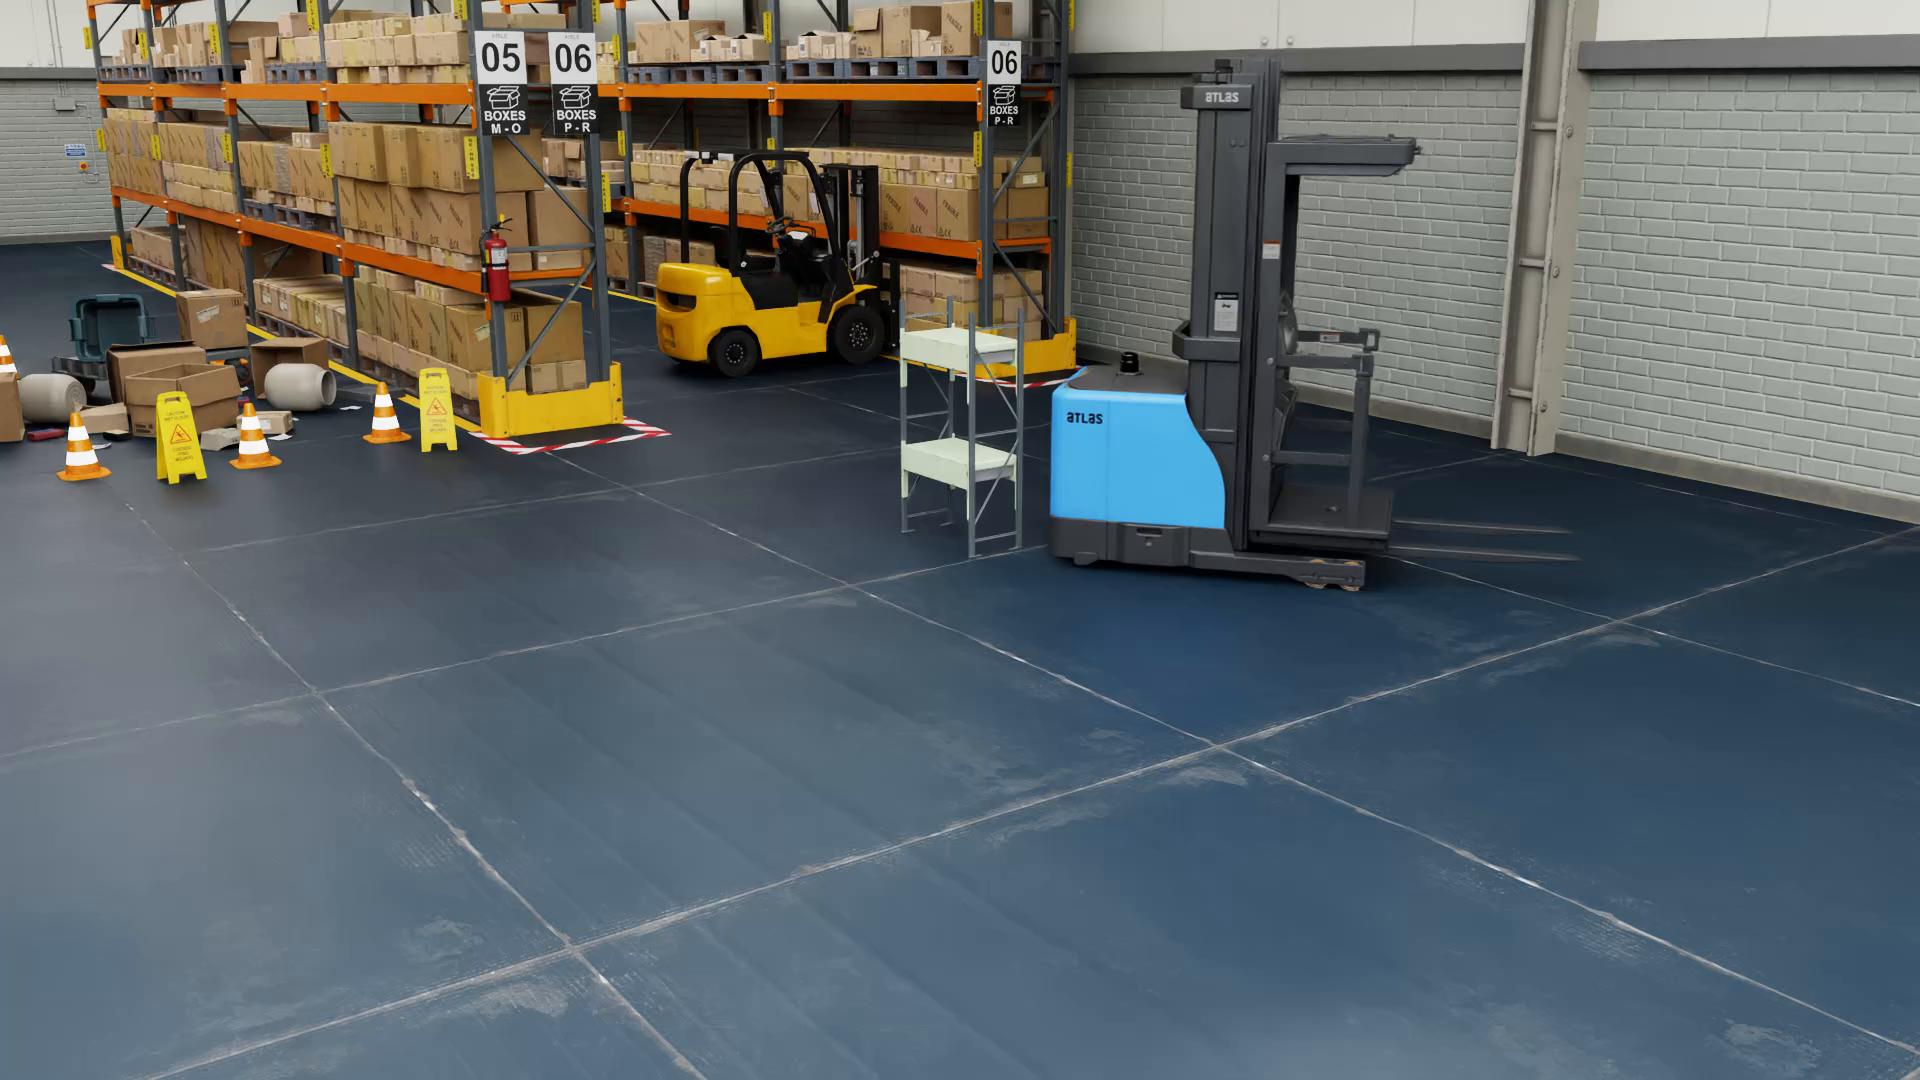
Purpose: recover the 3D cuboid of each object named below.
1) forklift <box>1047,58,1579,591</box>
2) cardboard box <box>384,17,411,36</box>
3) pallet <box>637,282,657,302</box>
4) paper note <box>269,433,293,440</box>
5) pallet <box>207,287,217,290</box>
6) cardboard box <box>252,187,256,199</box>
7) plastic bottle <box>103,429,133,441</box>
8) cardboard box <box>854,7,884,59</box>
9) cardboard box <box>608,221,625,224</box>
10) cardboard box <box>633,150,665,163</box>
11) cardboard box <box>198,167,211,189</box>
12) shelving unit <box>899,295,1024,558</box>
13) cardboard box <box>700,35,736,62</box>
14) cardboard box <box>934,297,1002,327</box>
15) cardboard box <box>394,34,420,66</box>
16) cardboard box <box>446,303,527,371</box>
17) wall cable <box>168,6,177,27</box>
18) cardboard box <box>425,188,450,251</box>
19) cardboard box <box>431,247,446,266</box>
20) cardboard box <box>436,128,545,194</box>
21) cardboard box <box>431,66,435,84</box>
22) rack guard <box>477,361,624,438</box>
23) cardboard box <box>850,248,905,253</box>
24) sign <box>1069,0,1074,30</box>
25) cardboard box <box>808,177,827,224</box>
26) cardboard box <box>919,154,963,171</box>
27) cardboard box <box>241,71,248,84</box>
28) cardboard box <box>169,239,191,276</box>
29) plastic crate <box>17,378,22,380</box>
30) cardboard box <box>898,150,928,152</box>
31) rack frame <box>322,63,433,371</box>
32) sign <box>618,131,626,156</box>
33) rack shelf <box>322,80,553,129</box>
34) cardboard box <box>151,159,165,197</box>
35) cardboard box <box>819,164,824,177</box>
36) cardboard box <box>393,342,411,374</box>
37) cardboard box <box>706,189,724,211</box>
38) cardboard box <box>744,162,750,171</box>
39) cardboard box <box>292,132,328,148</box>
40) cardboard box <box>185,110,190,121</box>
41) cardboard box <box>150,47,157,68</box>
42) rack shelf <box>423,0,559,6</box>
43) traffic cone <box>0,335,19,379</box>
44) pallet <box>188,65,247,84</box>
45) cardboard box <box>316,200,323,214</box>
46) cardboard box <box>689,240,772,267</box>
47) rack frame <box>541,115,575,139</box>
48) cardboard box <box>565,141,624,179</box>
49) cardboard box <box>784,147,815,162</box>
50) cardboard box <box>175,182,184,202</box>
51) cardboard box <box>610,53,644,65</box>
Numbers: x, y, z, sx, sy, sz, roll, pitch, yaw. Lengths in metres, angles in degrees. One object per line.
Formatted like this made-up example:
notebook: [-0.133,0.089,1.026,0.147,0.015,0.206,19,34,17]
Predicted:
forklift: [2.102,-1.278,9.693,3.031,2.935,1.130,4,16,15]
cardboard box: [-4.758,-4.445,14.418,0.380,0.149,0.250,-10,18,-33]
pallet: [-3.630,-3.339,22.375,1.003,0.211,1.213,-11,19,-35]
paper note: [-5.558,-0.847,13.612,0.142,0.019,0.148,10,18,33]
pallet: [-9.211,-3.190,21.830,1.003,0.211,1.213,-11,19,-35]
cardboard box: [-8.055,-4.077,19.472,0.380,0.149,0.250,-12,19,-38]
plastic bottle: [-6.909,-0.859,13.600,0.283,0.061,0.133,10,18,33]
cardboard box: [-0.671,-5.326,17.493,0.797,0.503,0.637,-10,18,-33]
cardboard box: [-4.941,-4.603,24.422,0.380,0.149,0.250,-11,19,-34]
cardboard box: [-4.134,-5.113,22.157,0.380,0.149,0.250,-10,18,-33]
cardboard box: [-9.208,-4.542,20.827,0.500,0.250,0.500,-11,19,-36]
shelving unit: [0.004,-0.722,10.373,0.431,1.500,0.755,-11,19,-35]
cardboard box: [-2.805,-5.947,20.123,0.500,0.311,0.500,-12,19,-36]
cardboard box: [0.082,-2.330,16.874,0.500,0.250,0.500,-11,19,-35]
cardboard box: [-4.514,-4.189,14.238,0.500,0.250,0.500,-10,18,-33]
cardboard box: [-4.074,-1.755,14.298,0.500,0.500,0.500,-11,19,-34]
wall cable: [-13.486,-10.426,31.551,2.988,3.039,0.133,-11,19,-35]
cardboard box: [-4.224,-2.759,14.220,0.500,0.500,0.500,-11,19,-34]
cardboard box: [-4.333,-2.457,14.346,0.380,0.149,0.250,-10,18,-34]
cardboard box: [-3.869,-3.135,13.702,0.700,0.500,0.500,-11,19,-36]
cardboard box: [-4.224,-3.919,14.006,0.380,0.149,0.250,-11,19,-34]
rack guard: [-3.437,-1.197,14.001,1.175,0.500,0.348,-11,19,-35]
cardboard box: [-0.975,-3.189,19.065,0.500,0.250,0.500,-11,19,-35]
sign: [1.073,-5.149,16.218,0.100,0.325,0.005,-11,19,-35]
cardboard box: [-1.362,-3.816,18.646,0.500,0.500,0.500,-10,18,-34]
cardboard box: [-0.192,-3.870,17.052,0.380,0.149,0.250,-11,19,-34]
cardboard box: [-8.048,-5.326,19.148,0.380,0.149,0.250,-11,19,-35]
cardboard box: [-10.730,-4.066,23.808,0.875,0.438,0.875,-11,19,-35]
plastic crate: [-8.526,-1.288,14.817,0.450,0.188,0.662,-11,16,-3]
cardboard box: [-0.448,-4.157,18.102,0.380,0.149,0.250,-10,18,-33]
rack frame: [-5.744,-3.240,16.733,1.000,3.000,0.127,-11,19,-35]
sign: [-4.516,-5.300,22.214,0.100,0.325,0.005,-11,19,-35]
rack shelf: [-4.568,-3.913,14.871,1.077,0.370,4.000,-11,19,-35]
cardboard box: [-10.927,-5.056,23.178,0.500,0.500,0.500,-11,19,-34]
cardboard box: [-1.342,-4.093,18.431,0.380,0.149,0.250,-10,18,-33]
cardboard box: [-4.978,-1.724,15.604,0.500,0.250,0.500,-11,19,-35]
cardboard box: [-2.806,-4.223,20.609,0.500,0.250,0.500,-11,19,-34]
cardboard box: [-2.379,-4.524,20.004,0.380,0.149,0.250,-11,19,-35]
cardboard box: [-6.794,-4.211,17.502,0.380,0.149,0.250,-12,19,-37]
cardboard box: [-10.771,-6.000,23.503,0.380,0.149,0.250,-11,19,-35]
cardboard box: [-10.436,-6.372,21.952,0.396,0.266,0.258,-11,19,-35]
rack shelf: [-7.611,-8.692,26.656,1.077,0.370,4.000,-11,19,-35]
traffic cone: [-9.255,-1.747,16.084,0.336,0.463,0.334,-11,19,-35]
pallet: [-8.517,-5.579,19.955,1.213,0.211,1.003,-10,18,-32]
cardboard box: [-6.410,-3.448,17.171,0.380,0.149,0.250,-12,19,-36]
cardboard box: [-2.941,-3.505,21.404,0.875,0.625,0.625,-12,19,-37]
rack frame: [-6.435,-5.720,25.792,1.000,3.000,0.127,-11,19,-35]
cardboard box: [-5.192,-5.438,23.771,0.797,0.503,0.637,-11,19,-36]
cardboard box: [-1.783,-4.402,18.995,0.380,0.149,0.250,-10,18,-33]
cardboard box: [-10.097,-4.631,22.098,0.500,0.250,0.500,-11,19,-36]
cardboard box: [-4.486,-6.471,22.383,0.380,0.149,0.250,-10,18,-33]
